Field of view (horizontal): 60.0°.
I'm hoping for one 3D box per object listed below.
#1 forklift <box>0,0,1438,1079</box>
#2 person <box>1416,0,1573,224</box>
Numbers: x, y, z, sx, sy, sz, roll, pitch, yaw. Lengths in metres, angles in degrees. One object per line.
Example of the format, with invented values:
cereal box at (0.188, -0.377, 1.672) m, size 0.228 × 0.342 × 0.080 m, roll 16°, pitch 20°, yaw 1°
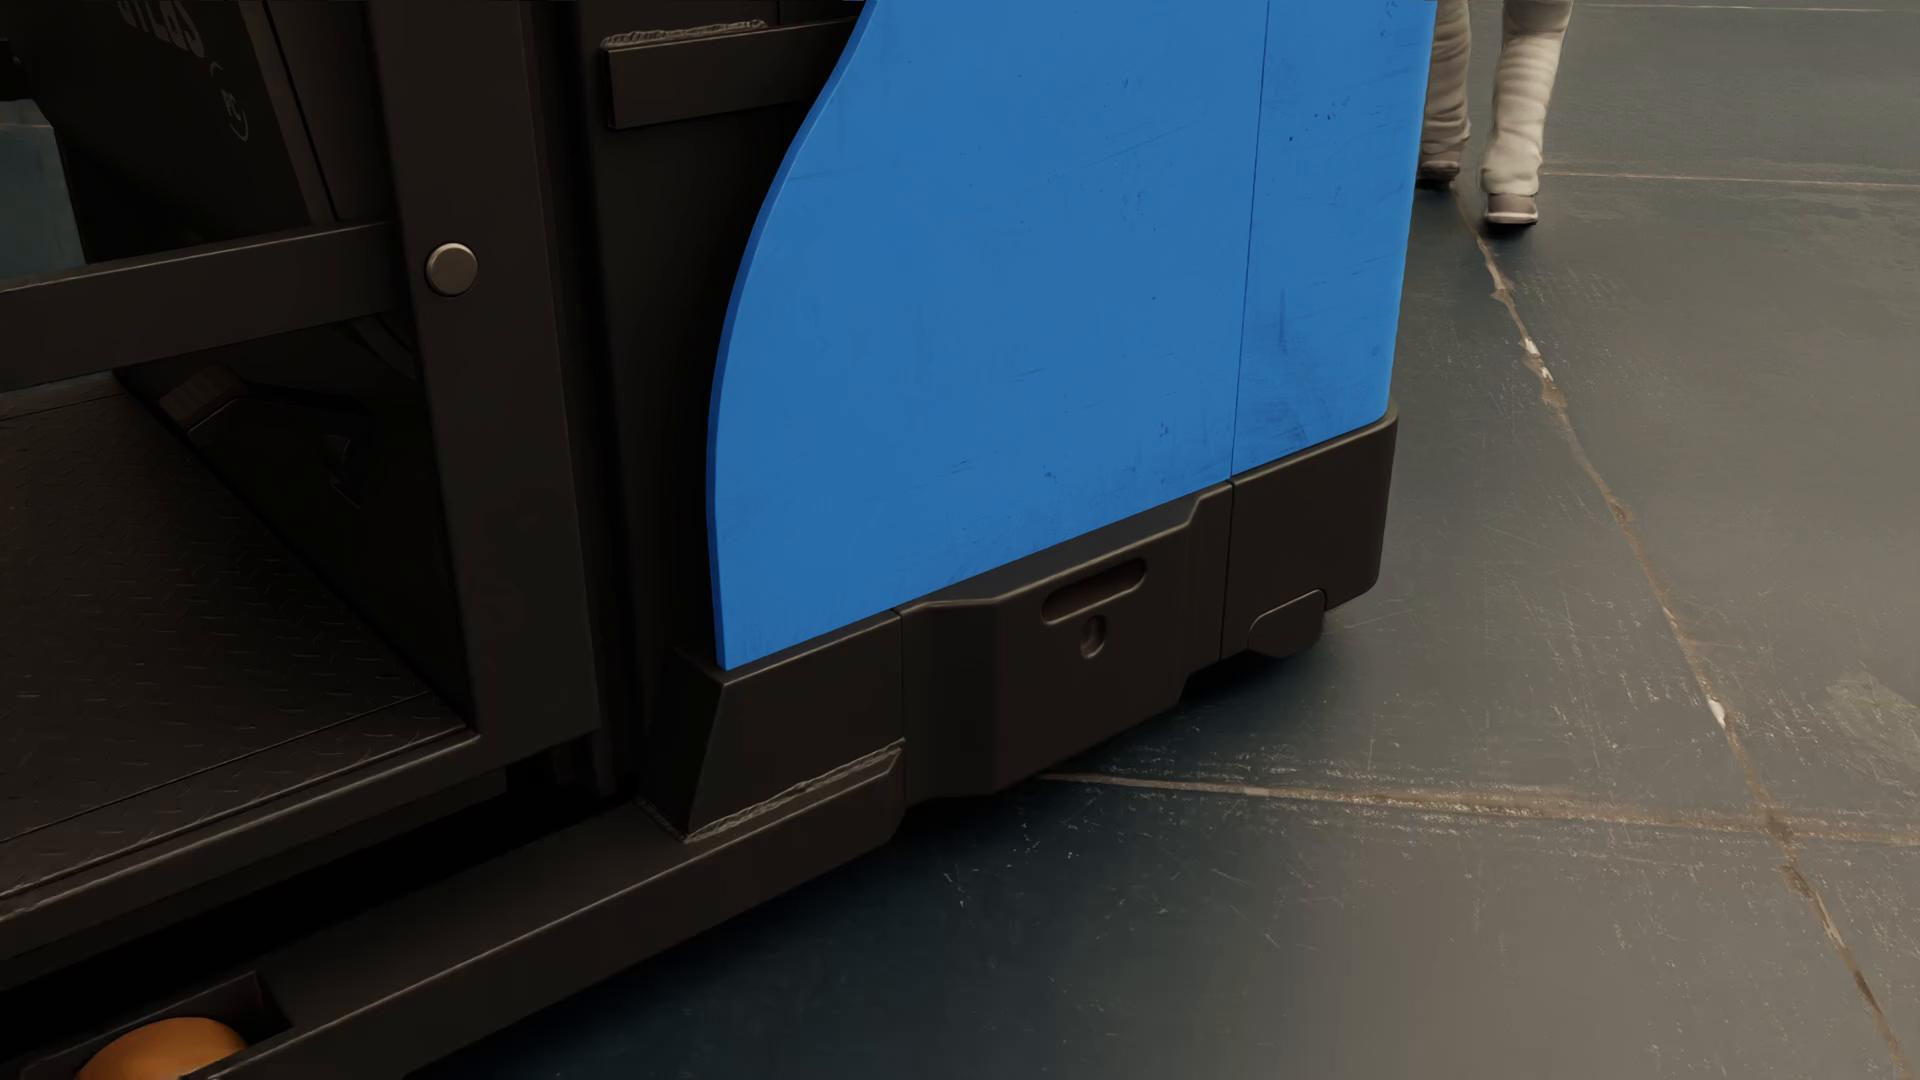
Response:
forklift at (-0.893, -0.958, 1.137) m, size 3.031 × 2.935 × 1.130 m, roll -20°, pitch 33°, yaw -35°
person at (1.288, -1.526, 3.829) m, size 0.529 × 1.652 × 0.828 m, roll 2°, pitch 27°, yaw 3°
